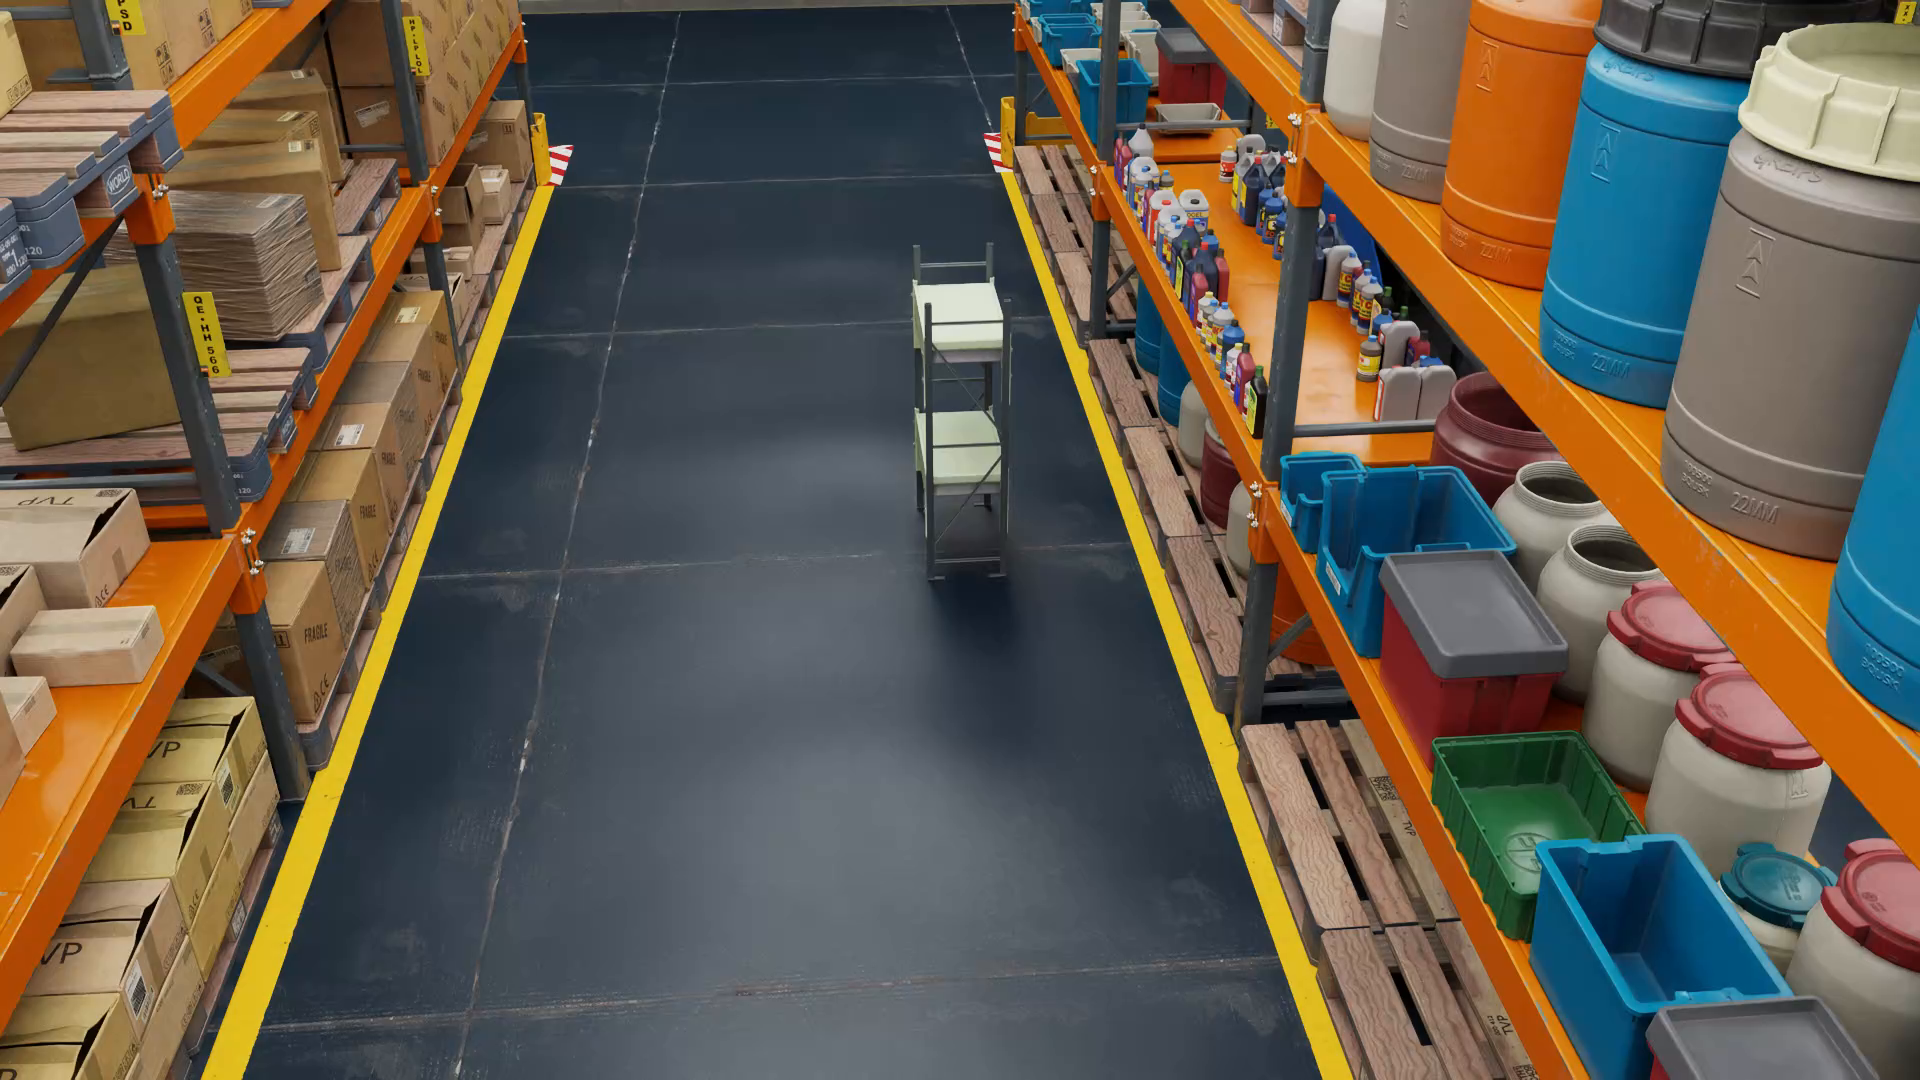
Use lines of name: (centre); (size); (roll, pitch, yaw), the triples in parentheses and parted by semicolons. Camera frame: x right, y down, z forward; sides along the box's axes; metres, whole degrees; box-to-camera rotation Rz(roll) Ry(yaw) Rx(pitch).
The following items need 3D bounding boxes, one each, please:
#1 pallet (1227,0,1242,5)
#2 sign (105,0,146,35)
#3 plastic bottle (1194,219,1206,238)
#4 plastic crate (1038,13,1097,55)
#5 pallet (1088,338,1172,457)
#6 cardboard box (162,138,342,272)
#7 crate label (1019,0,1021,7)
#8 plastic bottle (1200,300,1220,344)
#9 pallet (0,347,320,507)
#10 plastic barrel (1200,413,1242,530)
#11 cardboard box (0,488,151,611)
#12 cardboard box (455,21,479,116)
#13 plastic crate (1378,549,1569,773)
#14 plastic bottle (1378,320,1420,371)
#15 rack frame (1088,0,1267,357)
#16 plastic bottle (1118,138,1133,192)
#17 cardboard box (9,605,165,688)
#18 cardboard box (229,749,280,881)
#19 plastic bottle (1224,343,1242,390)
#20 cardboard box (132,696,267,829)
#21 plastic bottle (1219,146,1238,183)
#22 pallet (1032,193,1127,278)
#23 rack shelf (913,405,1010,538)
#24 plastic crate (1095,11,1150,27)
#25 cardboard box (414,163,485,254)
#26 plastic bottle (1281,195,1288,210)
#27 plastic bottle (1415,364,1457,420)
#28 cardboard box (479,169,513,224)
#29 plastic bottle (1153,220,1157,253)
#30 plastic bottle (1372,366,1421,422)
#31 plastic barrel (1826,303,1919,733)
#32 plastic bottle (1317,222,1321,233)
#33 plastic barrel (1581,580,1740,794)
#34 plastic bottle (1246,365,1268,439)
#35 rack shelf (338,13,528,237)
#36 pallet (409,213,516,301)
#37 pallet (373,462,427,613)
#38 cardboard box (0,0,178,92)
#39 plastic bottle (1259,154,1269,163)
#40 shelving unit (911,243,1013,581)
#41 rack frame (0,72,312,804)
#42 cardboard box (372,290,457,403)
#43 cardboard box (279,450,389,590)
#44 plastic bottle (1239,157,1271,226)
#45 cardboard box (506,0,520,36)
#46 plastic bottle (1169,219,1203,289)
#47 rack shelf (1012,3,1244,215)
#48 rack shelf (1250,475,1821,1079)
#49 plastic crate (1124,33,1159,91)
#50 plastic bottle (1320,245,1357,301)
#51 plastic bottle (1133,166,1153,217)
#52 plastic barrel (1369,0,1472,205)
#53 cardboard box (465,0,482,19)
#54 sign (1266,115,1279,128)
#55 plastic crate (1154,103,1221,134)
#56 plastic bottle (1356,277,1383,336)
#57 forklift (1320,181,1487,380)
pallet: (1.608, -2.712, 7.625); (1.003, 0.211, 1.213); (-3, 31, -5)
sign: (-2.676, -1.769, 5.279); (0.100, 0.325, 0.005); (-3, 31, -5)
plastic bottle: (1.223, -1.564, 8.638); (0.097, 0.201, 0.097); (0, 31, 0)
plastic crate: (0.773, -3.662, 12.061); (0.416, 0.233, 0.300); (-3, 31, -5)
pallet: (1.359, -0.887, 10.029); (1.003, 0.211, 1.213); (-3, 31, -5)
cardboard box: (-3.377, -1.569, 7.944); (0.700, 0.500, 0.500); (-11, 32, -17)
crate label: (0.650, -4.334, 13.186); (0.416, 0.233, 0.303); (-3, 31, -5)
plastic bottle: (1.171, -1.014, 7.717); (0.097, 0.201, 0.097); (0, 31, 0)
pallet: (-3.363, -0.463, 6.787); (1.213, 0.211, 1.003); (-3, 31, -5)
plastic barrel: (1.534, -0.408, 8.451); (0.600, 0.588, 0.708); (-3, 31, -5)
cardboard box: (-3.239, 0.024, 5.872); (0.500, 0.311, 0.500); (-1, 31, -1)
cardboard box: (-3.475, -3.078, 10.880); (0.500, 0.500, 0.500); (-3, 31, -5)
plastic crate: (1.549, 0.374, 5.136); (0.402, 0.464, 0.583); (-3, 31, -5)
plastic bottle: (1.941, -0.857, 7.381); (0.152, 0.276, 0.135); (-3, 31, -5)
rack frame: (1.329, -2.480, 9.977); (1.000, 3.000, 0.127); (-3, 31, -5)
plastic bottle: (0.951, -2.154, 9.545); (0.061, 0.283, 0.133); (-3, 31, -5)
cardboard box: (-2.870, 0.351, 5.482); (0.380, 0.149, 0.250); (-3, 31, -5)
cardboard box: (-2.937, 1.055, 6.331); (0.500, 0.250, 0.500); (-2, 31, -3)
plastic bottle: (1.217, -0.766, 7.301); (0.097, 0.201, 0.097); (0, 31, 0)
cardboard box: (-2.935, 0.813, 6.189); (0.500, 0.311, 0.500); (-2, 31, -3)
plastic bottle: (1.565, -2.194, 9.691); (0.097, 0.201, 0.097); (0, 31, 0)
pallet: (1.104, -2.281, 12.363); (1.003, 0.211, 1.213); (-3, 31, -5)
rack shelf: (0.001, -0.361, 8.527); (0.431, 0.370, 0.720); (-3, 31, -5)
plastic crate: (1.224, -3.878, 12.517); (0.396, 0.136, 0.243); (-3, 31, -5)
cardboard box: (-3.784, -2.321, 11.716); (0.797, 0.503, 0.637); (-3, 31, -5)
plastic bottle: (1.781, -1.728, 8.839); (0.152, 0.276, 0.135); (-3, 31, -5)
plastic bottle: (1.984, -0.621, 6.985); (0.152, 0.276, 0.135); (-3, 31, -5)
cardboard box: (-3.622, -2.543, 12.335); (0.500, 0.250, 0.500); (-3, 31, -5)
plastic bottle: (1.063, -1.607, 8.709); (0.097, 0.201, 0.097); (0, 31, 0)
plastic bottle: (1.832, -0.614, 6.973); (0.152, 0.276, 0.135); (-3, 31, -5)
plastic barrel: (1.813, -0.148, 2.658); (0.600, 0.901, 0.708); (-3, 31, -5)
plastic bottle: (1.793, -1.479, 8.426); (0.097, 0.271, 0.097); (0, 31, 0)
plastic barrel: (2.096, 0.452, 4.936); (0.433, 0.535, 0.433); (0, 31, 0)
plastic bottle: (1.240, -0.574, 6.899); (0.061, 0.283, 0.133); (-3, 31, -5)
rack shelf: (-3.790, -2.957, 11.477); (1.077, 0.370, 4.000); (-3, 31, -5)
pallet: (-3.784, -2.022, 11.930); (1.003, 0.211, 1.213); (-3, 31, -5)
pallet: (-3.372, -0.010, 8.560); (1.003, 0.211, 1.213); (-3, 31, -5)
cardboard box: (-3.304, -1.754, 5.739); (0.910, 0.500, 0.500); (-3, 31, -5)
plastic bottle: (1.722, -2.055, 9.385); (0.152, 0.276, 0.135); (-3, 31, -5)
shelving unit: (0.001, -0.640, 8.360); (0.431, 1.500, 0.755); (-3, 31, -5)
rack frame: (-3.229, -0.202, 6.164); (1.000, 3.000, 0.127); (-3, 31, -5)
cardboard box: (-3.272, -1.122, 9.712); (0.500, 0.500, 0.500); (-3, 31, -5)
cardboard box: (-3.084, -0.088, 7.980); (0.500, 0.500, 0.500); (-3, 31, -5)
plastic bottle: (1.614, -1.904, 9.060); (0.144, 0.351, 0.185); (-3, 31, -5)
cardboard box: (-3.664, -4.114, 12.615); (0.500, 0.500, 0.500); (-2, 31, -3)
plastic bottle: (1.130, -1.432, 8.270); (0.144, 0.351, 0.185); (-3, 31, -5)
rack shelf: (1.142, -3.192, 11.871); (1.077, 0.370, 4.000); (-3, 31, -5)
rack shelf: (1.889, 0.892, 5.033); (1.077, 0.370, 4.000); (-3, 31, -5)
plastic crate: (1.370, -3.243, 11.312); (0.437, 0.282, 0.530); (-3, 31, -5)
plastic bottle: (1.854, -1.329, 8.171); (0.152, 0.276, 0.135); (-3, 31, -5)
plastic bottle: (1.011, -1.923, 9.170); (0.097, 0.271, 0.097); (0, 31, 0)
plastic barrel: (1.563, -1.511, 4.941); (0.600, 0.901, 0.600); (0, 31, 0)
cardboard box: (-3.513, -3.760, 11.048); (0.500, 0.500, 0.500); (-2, 31, -3)
sign: (1.877, -2.624, 9.948); (0.100, 0.325, 0.005); (-3, 31, -5)
plastic crate: (1.428, -2.637, 10.438); (0.396, 0.136, 0.243); (-3, 31, -5)
plastic bottle: (1.923, -1.102, 7.795); (0.097, 0.271, 0.097); (0, 31, 0)
forklift: (3.199, -2.099, 9.406); (1.130, 2.935, 3.031); (-12, 33, -19)
